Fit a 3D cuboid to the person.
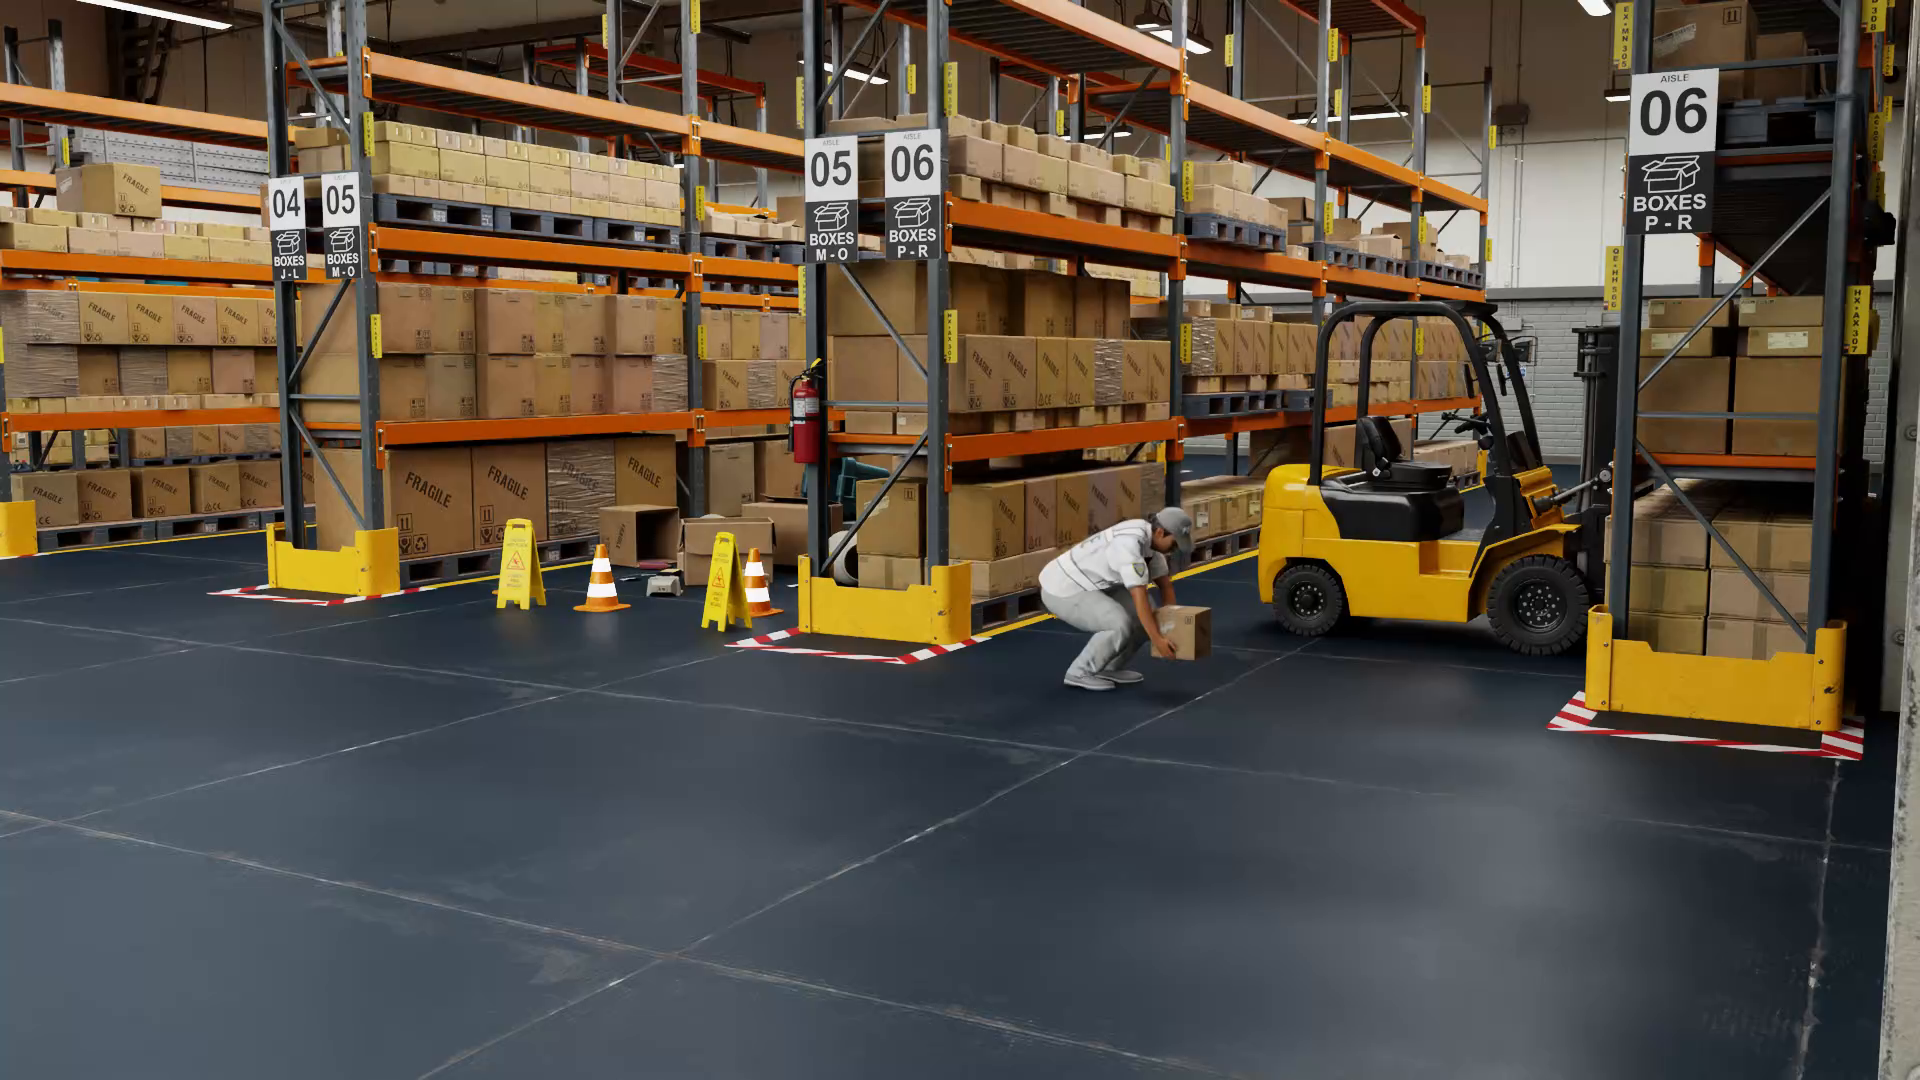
[{"bbox_3d":[0.866,0.308,9.136,0.835,1.003,0.528,3,7,28],"label":"person"}]
